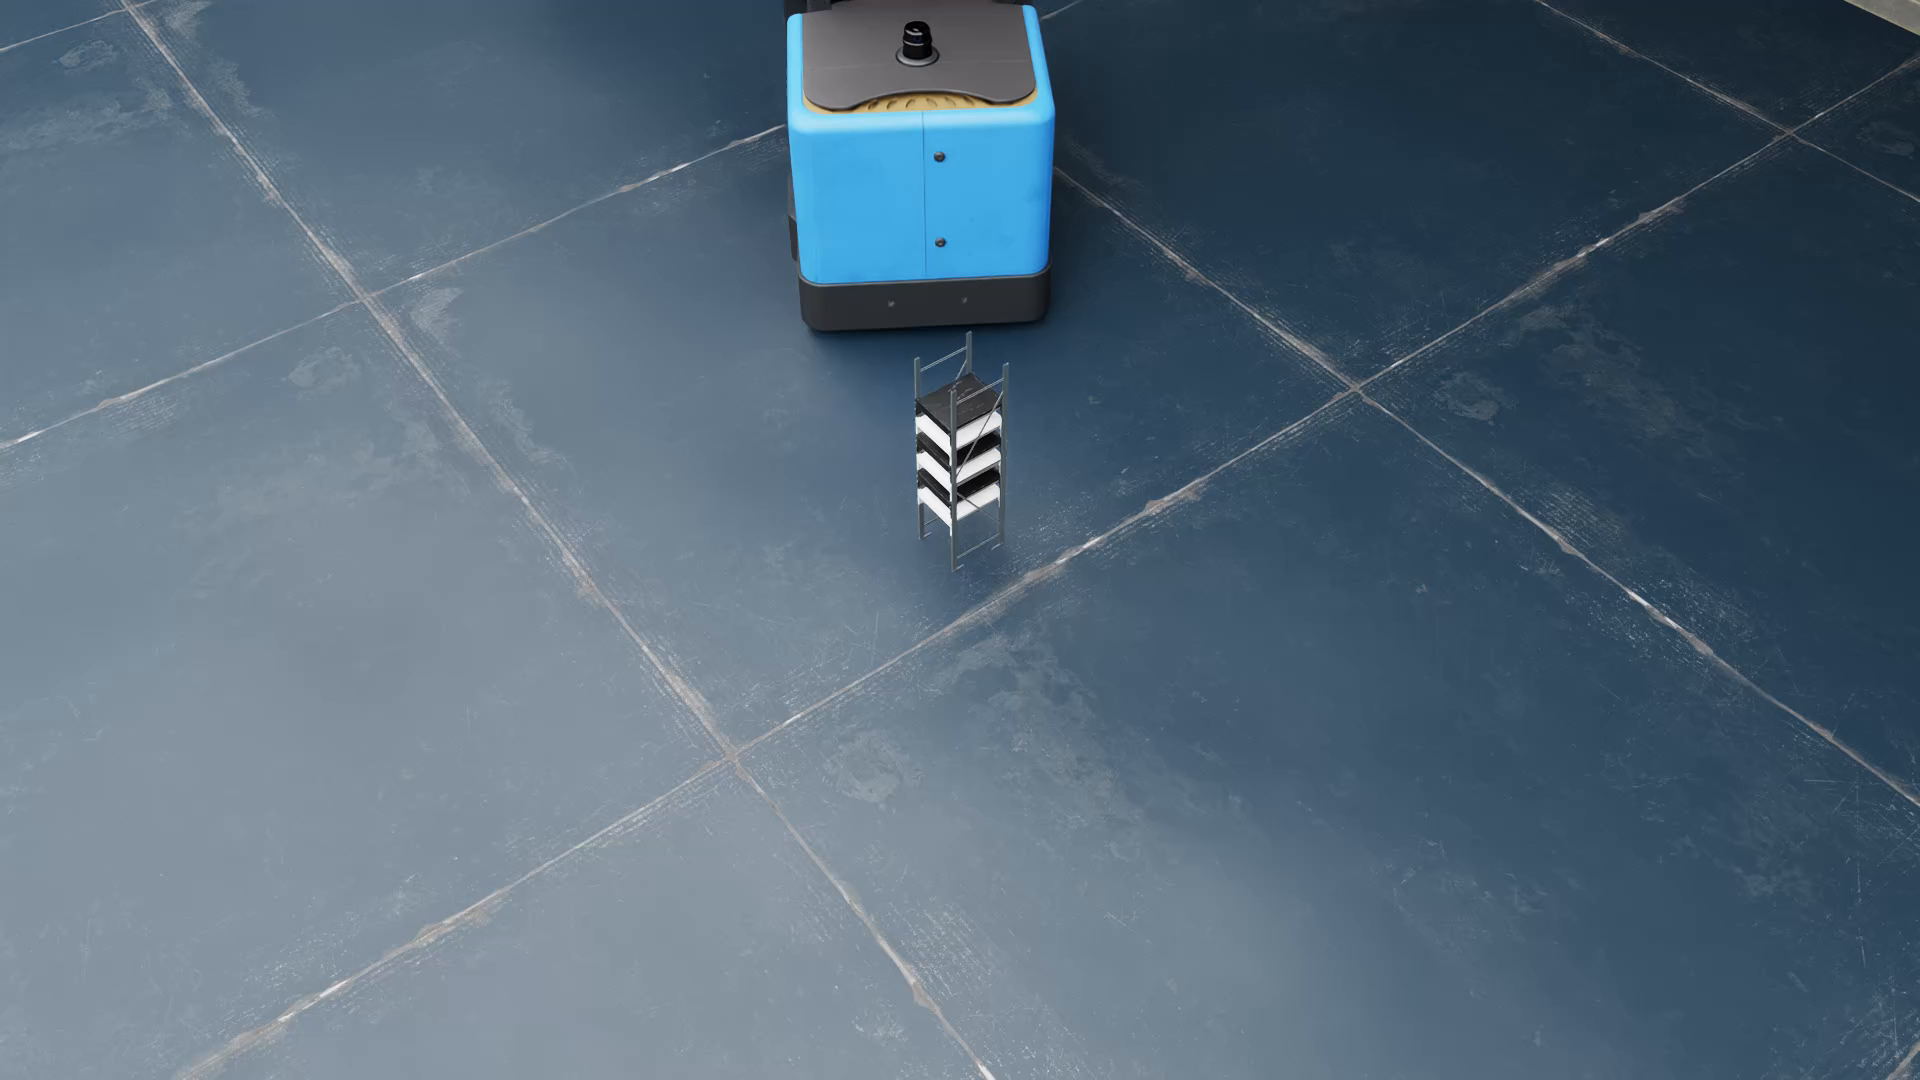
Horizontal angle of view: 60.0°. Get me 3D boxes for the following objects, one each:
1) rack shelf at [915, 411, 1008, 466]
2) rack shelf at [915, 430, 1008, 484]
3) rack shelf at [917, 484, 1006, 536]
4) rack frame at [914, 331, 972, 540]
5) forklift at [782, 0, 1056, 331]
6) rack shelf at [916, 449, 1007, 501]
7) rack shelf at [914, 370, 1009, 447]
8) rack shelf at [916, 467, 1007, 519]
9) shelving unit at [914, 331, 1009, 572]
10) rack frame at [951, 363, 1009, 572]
[{"bbox_3d":[0.005,-0.396,5.804,0.258,0.077,0.200,-29,54,-24],"label":"rack shelf"},{"bbox_3d":[0.005,-0.336,5.870,0.258,0.077,0.200,-29,54,-24],"label":"rack shelf"},{"bbox_3d":[0.005,-0.154,6.070,0.258,0.077,0.200,-29,54,-24],"label":"rack shelf"},{"bbox_3d":[-0.057,-0.357,5.967,0.240,0.900,0.006,-29,54,-24],"label":"rack frame"},{"bbox_3d":[-0.245,-2.950,6.946,1.130,2.935,3.031,-3,48,-3],"label":"forklift"},{"bbox_3d":[0.005,-0.275,5.937,0.258,0.077,0.200,-29,54,-24],"label":"rack shelf"},{"bbox_3d":[0.005,-0.456,5.737,0.258,0.077,0.200,-29,54,-24],"label":"rack shelf"},{"bbox_3d":[0.005,-0.215,6.004,0.258,0.077,0.200,-29,54,-24],"label":"rack shelf"},{"bbox_3d":[0.005,-0.297,5.912,0.258,0.900,0.210,-29,54,-24],"label":"shelving unit"},{"bbox_3d":[0.066,-0.238,5.858,0.240,0.900,0.006,-29,54,-24],"label":"rack frame"}]
